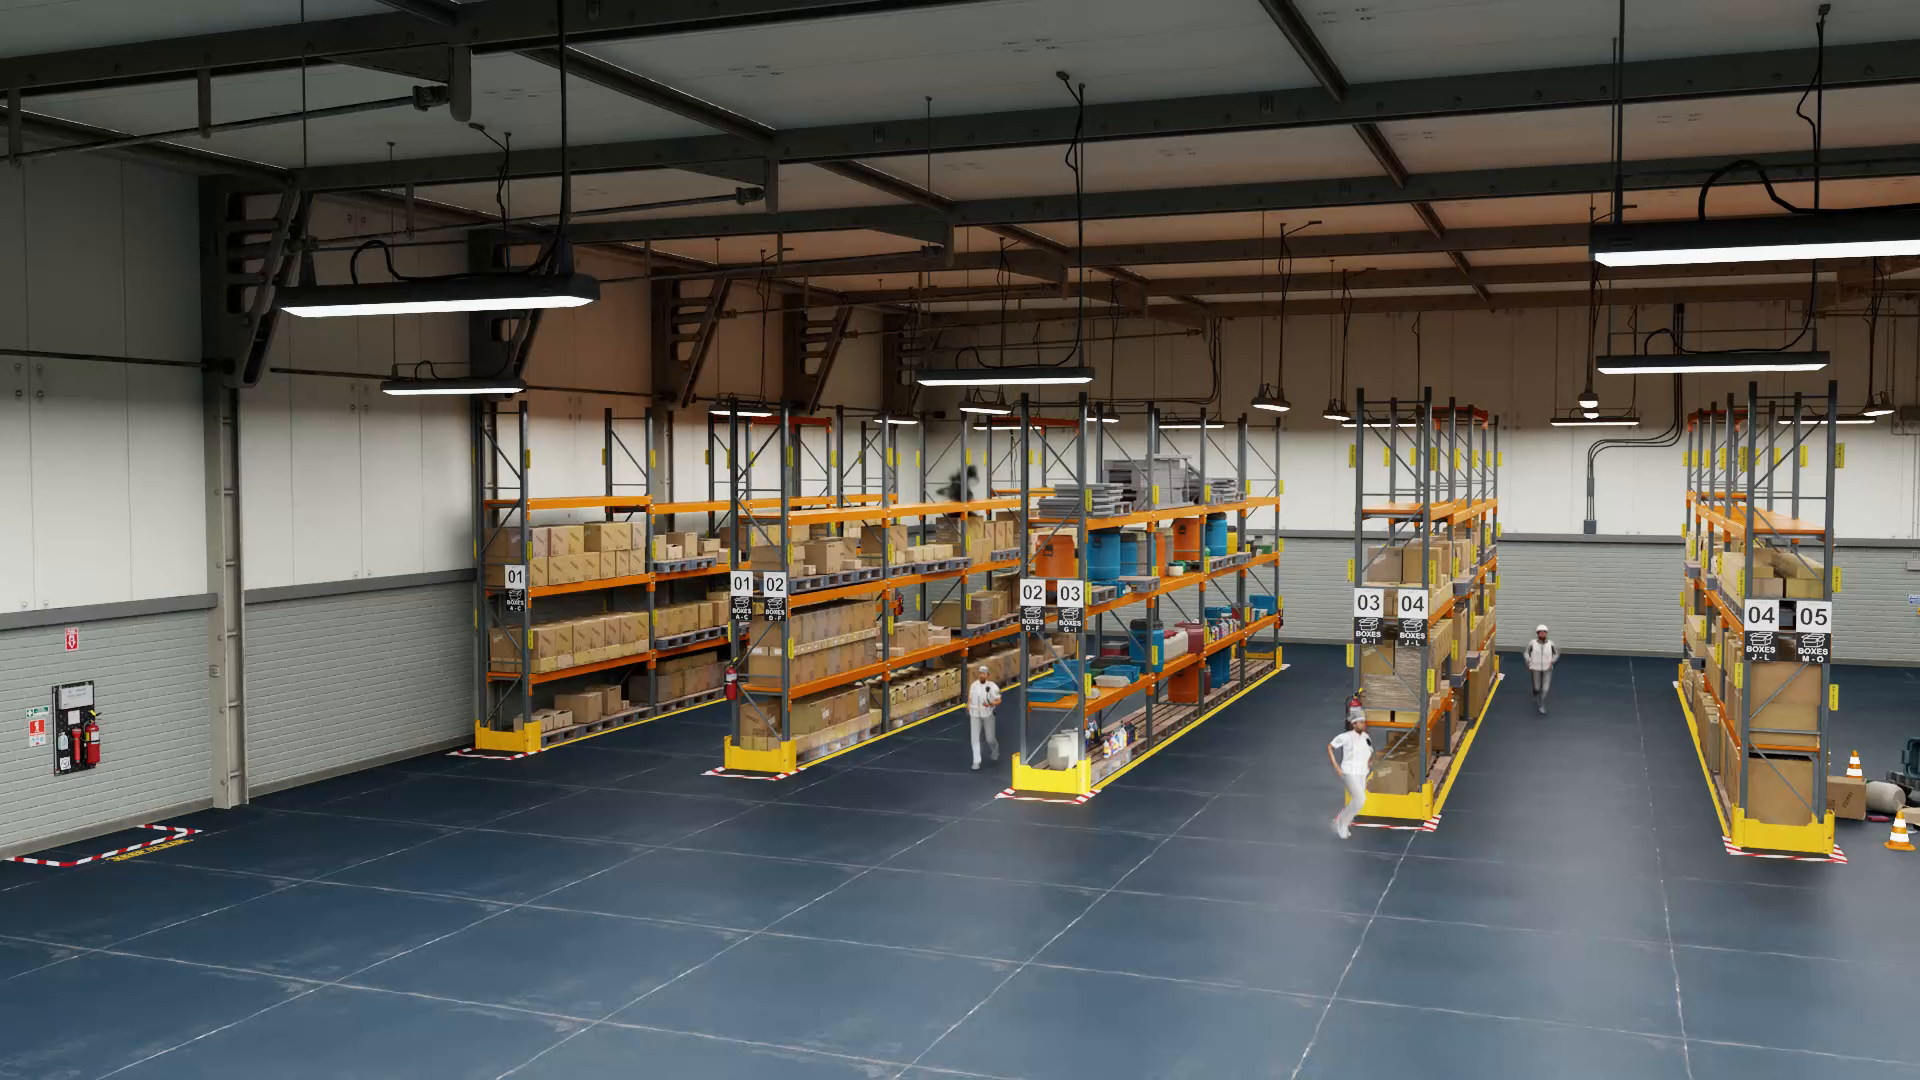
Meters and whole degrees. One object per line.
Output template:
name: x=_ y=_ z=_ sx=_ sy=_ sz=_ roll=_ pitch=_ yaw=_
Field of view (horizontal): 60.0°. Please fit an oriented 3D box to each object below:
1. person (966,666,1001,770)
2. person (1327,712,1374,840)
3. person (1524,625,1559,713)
person: x=0.373 y=2.864 z=26.984 sx=0.619 sy=1.638 sz=0.843 roll=1 pitch=3 yaw=17
person: x=5.230 y=3.099 z=21.949 sx=0.591 sy=1.667 sz=0.573 roll=-2 pitch=3 yaw=-36
person: x=11.505 y=2.545 z=32.912 sx=0.665 sy=1.730 sz=0.583 roll=1 pitch=3 yaw=15
